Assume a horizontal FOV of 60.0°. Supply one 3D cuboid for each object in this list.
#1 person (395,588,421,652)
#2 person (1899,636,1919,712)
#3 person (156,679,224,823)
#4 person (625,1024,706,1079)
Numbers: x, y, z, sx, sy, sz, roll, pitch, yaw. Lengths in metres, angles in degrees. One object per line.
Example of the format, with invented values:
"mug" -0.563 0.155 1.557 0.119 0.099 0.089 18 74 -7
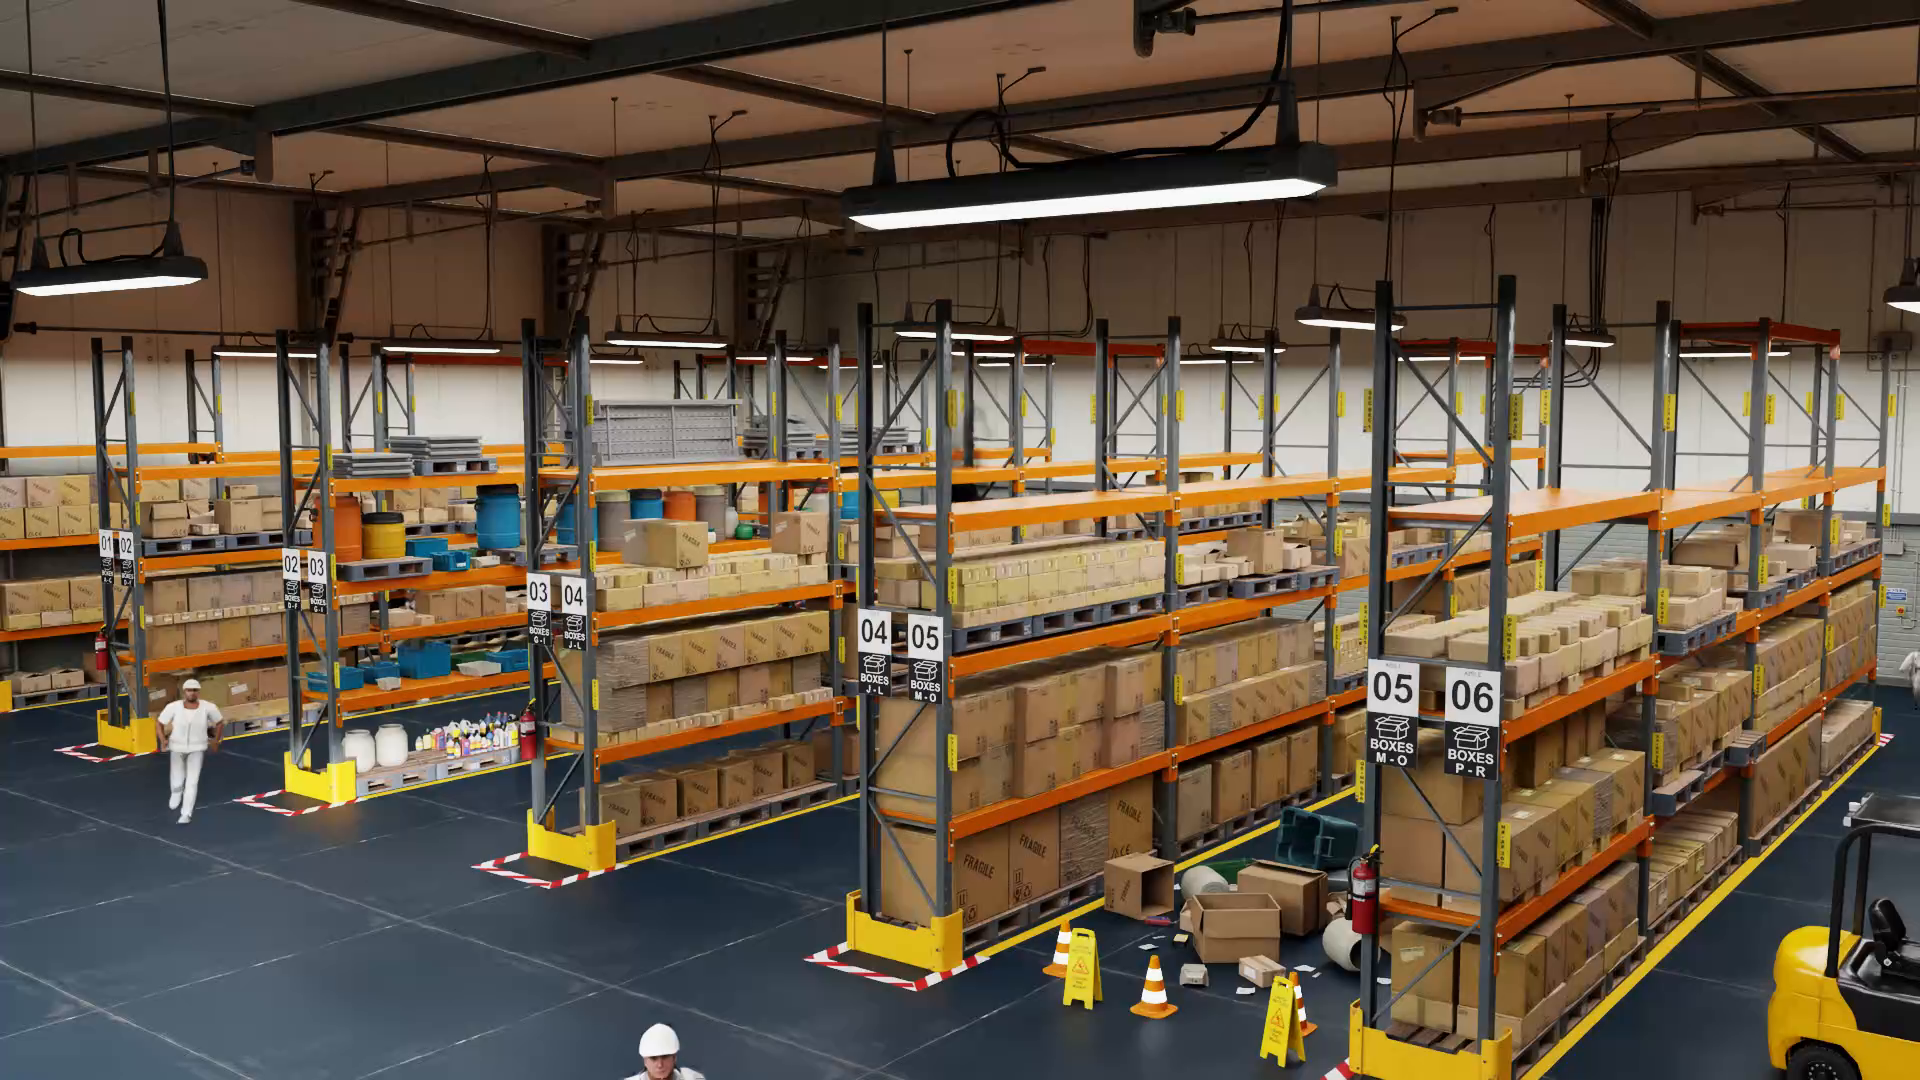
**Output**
"person" -10.059 1.677 30.388 0.593 1.660 0.624 3 6 30
"person" 14.574 2.179 25.147 0.686 1.554 1.067 1 5 12
"person" -9.379 2.550 20.282 0.760 1.739 0.783 -2 5 -23
"person" -1.640 3.489 9.149 0.648 1.763 0.934 -1 5 -11
